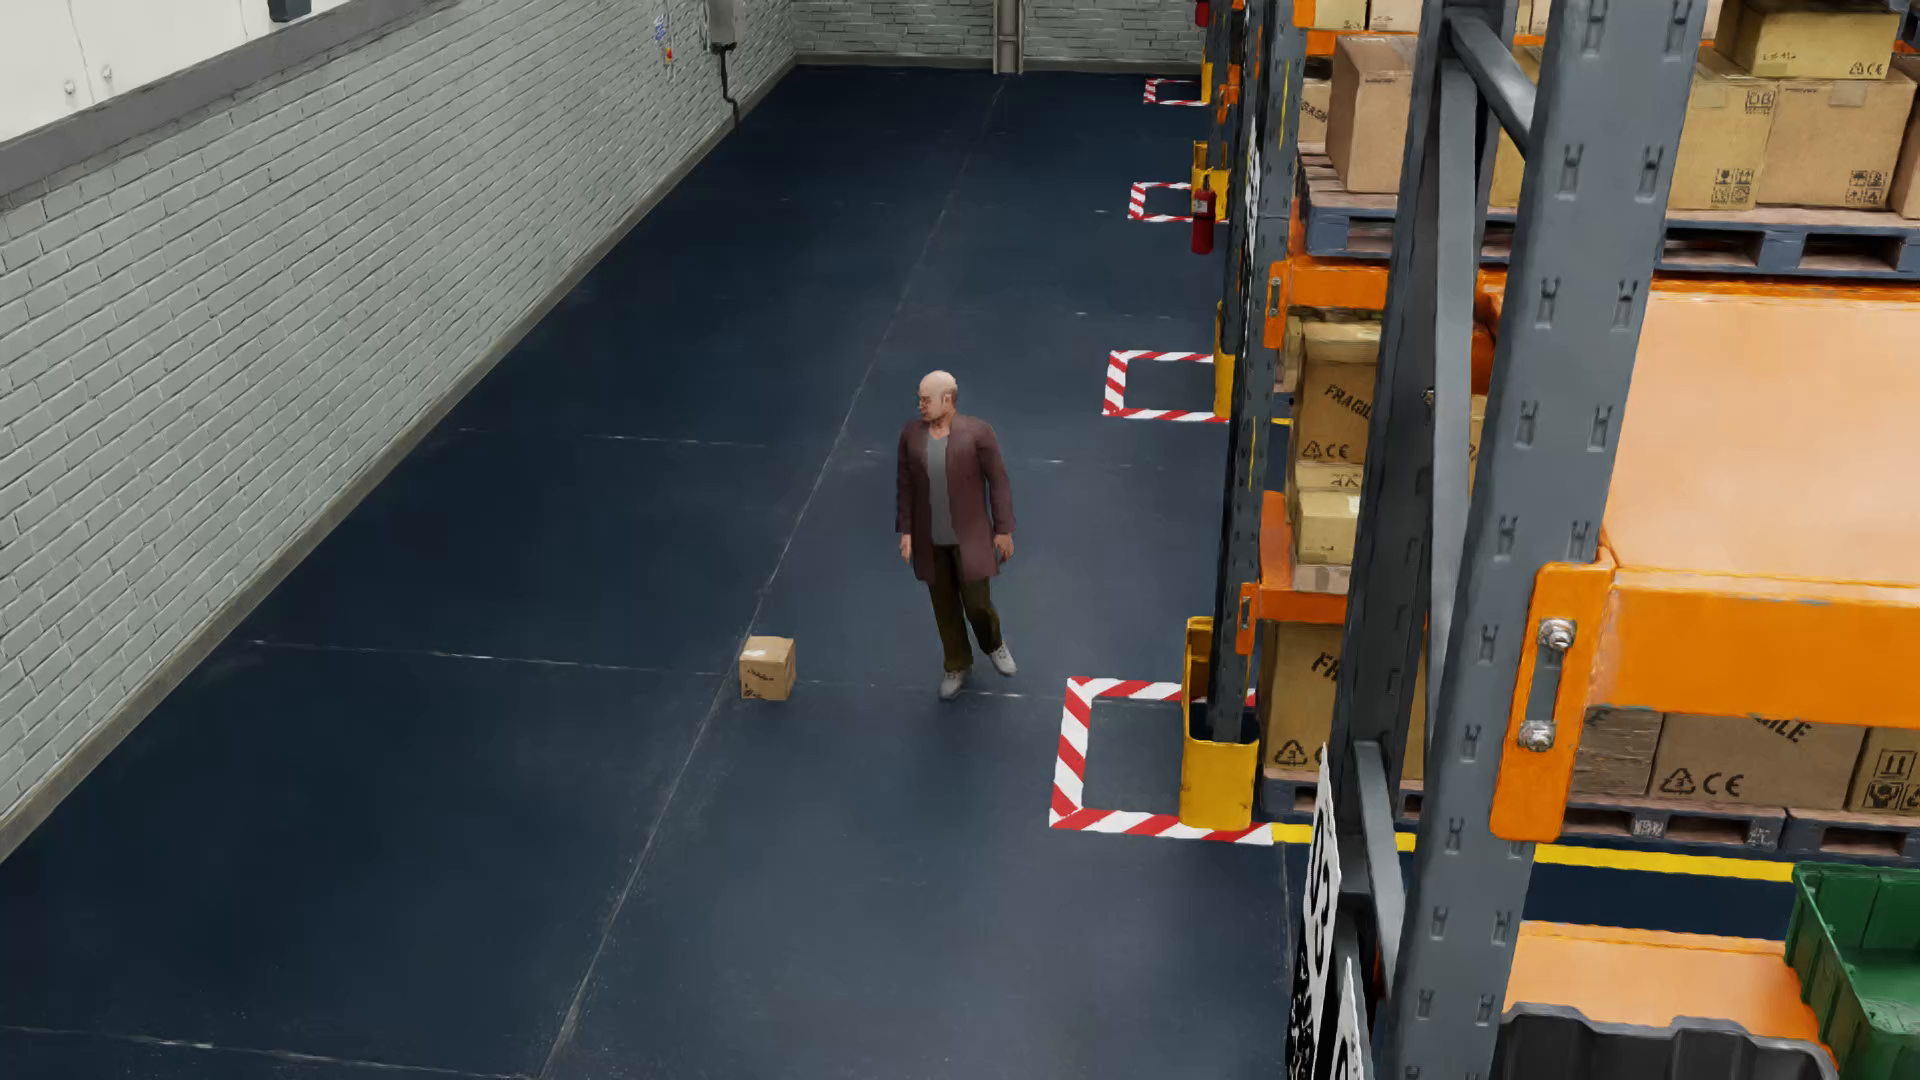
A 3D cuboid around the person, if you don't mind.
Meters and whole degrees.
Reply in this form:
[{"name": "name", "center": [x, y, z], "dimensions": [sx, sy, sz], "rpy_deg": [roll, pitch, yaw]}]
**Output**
[{"name": "person", "center": [-0.036, -0.016, 8.766], "dimensions": [0.677, 1.771, 0.528], "rpy_deg": [9, 29, 17]}]
